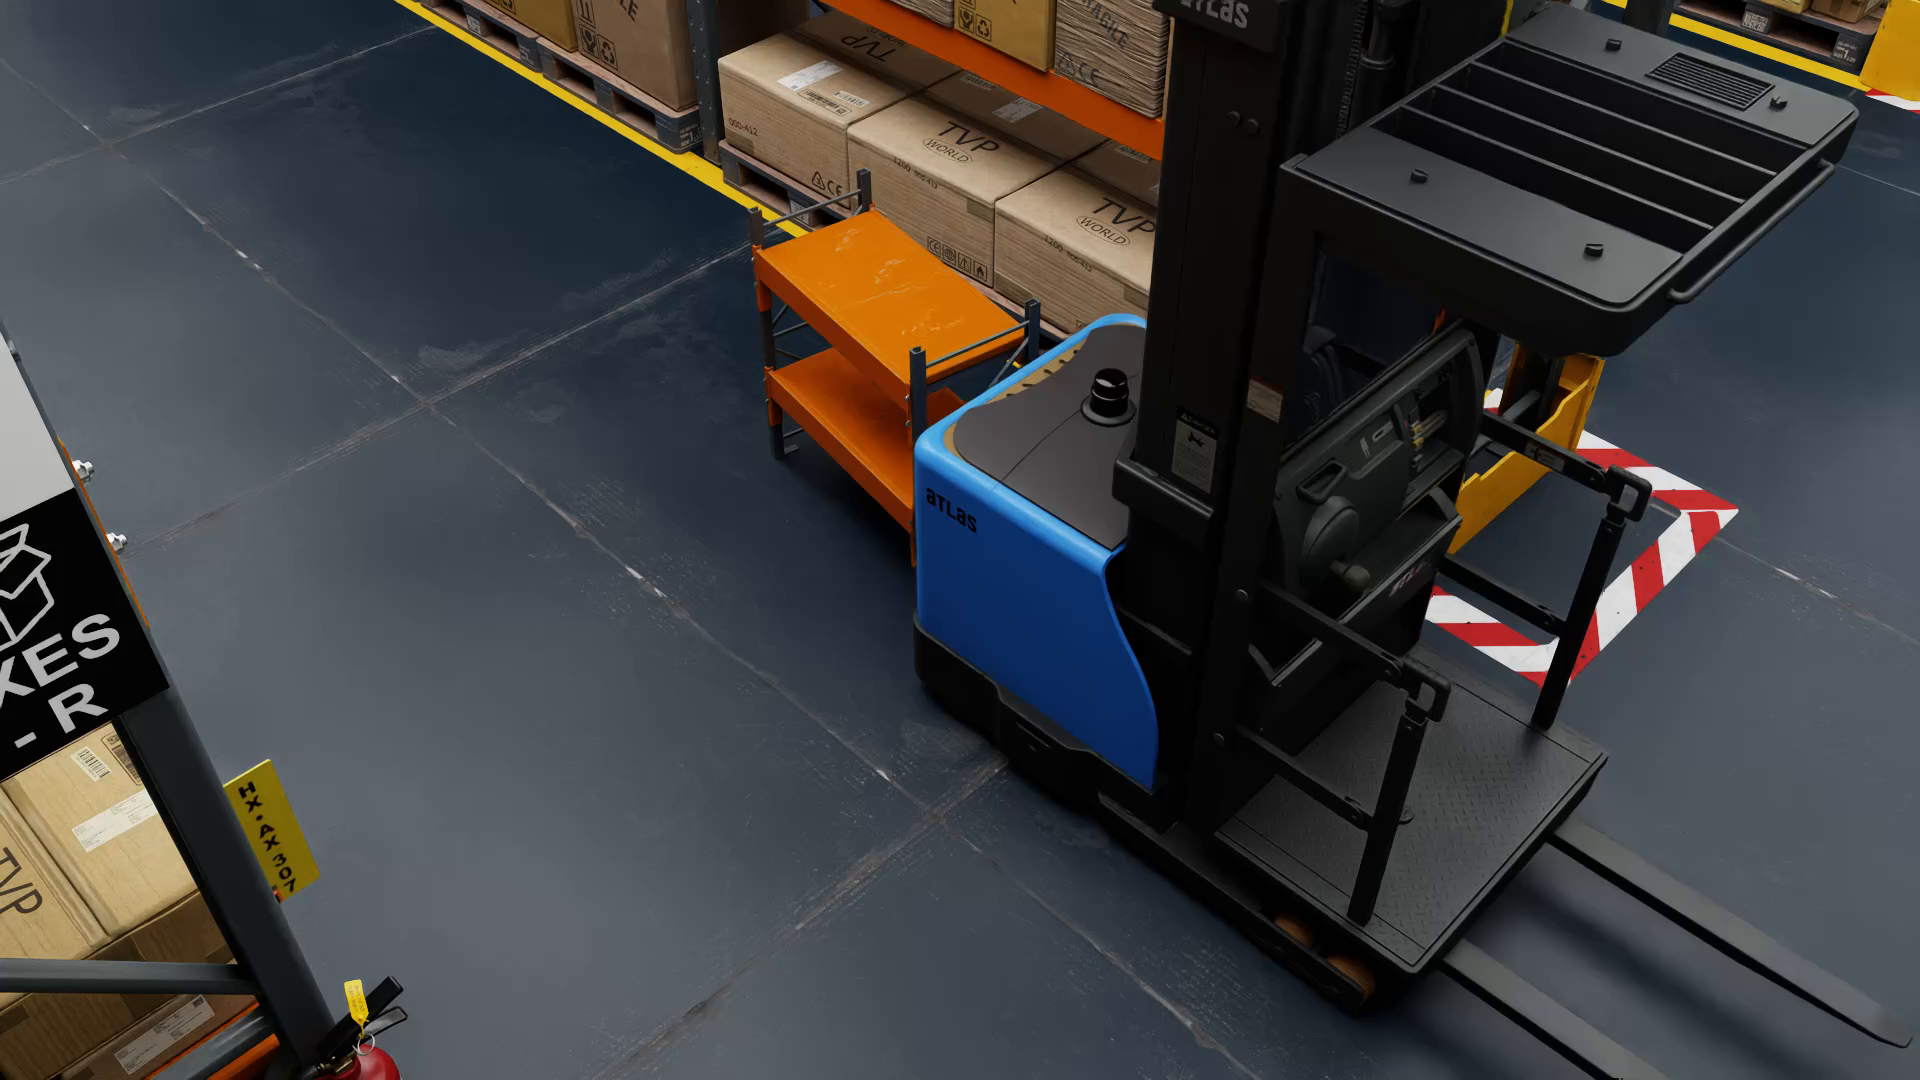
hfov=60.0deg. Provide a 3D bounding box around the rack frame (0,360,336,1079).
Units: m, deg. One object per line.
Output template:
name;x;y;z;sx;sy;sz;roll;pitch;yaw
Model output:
rack frame;-1.569;1.086;2.865;1.000;3.000;0.127;-34;53;-31

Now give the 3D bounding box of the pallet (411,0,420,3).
pallet;-3.203;-3.700;10.098;1.003;0.211;1.213;-34;53;-31

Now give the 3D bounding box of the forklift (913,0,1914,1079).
forklift;1.253;-0.133;4.234;3.031;2.935;1.130;33;52;31

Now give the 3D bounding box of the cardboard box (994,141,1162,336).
cardboard box;0.754;-1.213;6.931;0.875;0.438;0.875;-33;52;-30

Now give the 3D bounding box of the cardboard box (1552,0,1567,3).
cardboard box;1.806;-2.066;5.465;0.500;0.500;0.500;33;52;31

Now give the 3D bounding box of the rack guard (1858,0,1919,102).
rack guard;5.323;-2.834;8.949;1.175;0.500;0.348;-34;53;-31

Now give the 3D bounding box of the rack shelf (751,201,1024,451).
rack shelf;-0.242;-0.773;5.826;0.538;0.278;1.000;-26;49;-25

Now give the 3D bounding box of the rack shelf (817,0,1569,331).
rack shelf;0.531;-1.992;6.725;1.077;0.370;4.000;-34;53;-31

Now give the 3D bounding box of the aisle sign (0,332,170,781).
aisle sign;-1.312;0.023;2.099;0.394;0.787;0.004;-34;53;-31

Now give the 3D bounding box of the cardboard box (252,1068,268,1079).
cardboard box;-1.933;1.509;3.937;0.637;0.503;0.797;32;52;30

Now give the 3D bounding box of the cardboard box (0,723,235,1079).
cardboard box;-1.698;0.685;3.190;0.500;0.250;0.500;-34;52;-31

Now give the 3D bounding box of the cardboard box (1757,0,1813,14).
cardboard box;4.604;-3.051;9.133;0.380;0.149;0.250;-32;52;-30

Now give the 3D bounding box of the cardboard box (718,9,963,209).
cardboard box;-0.514;-2.077;7.866;0.875;0.438;0.875;33;52;31

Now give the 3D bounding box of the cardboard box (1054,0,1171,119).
cardboard box;0.701;-1.927;6.052;0.500;0.500;0.500;-33;52;-30

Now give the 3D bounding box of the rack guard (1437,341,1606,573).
rack guard;1.960;-0.365;6.277;1.175;0.500;0.348;-34;53;-31

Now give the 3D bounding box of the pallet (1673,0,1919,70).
pallet;4.774;-3.136;9.488;1.003;0.211;1.213;-34;53;-31

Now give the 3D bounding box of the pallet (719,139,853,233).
pallet;-0.400;-1.790;8.031;1.003;0.211;1.213;-34;53;-31

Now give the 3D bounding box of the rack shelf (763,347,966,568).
rack shelf;-0.242;-0.378;6.191;0.538;0.278;1.000;-26;49;-25

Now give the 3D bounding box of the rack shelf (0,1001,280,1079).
rack shelf;-2.981;0.389;4.149;1.077;0.370;4.000;-34;53;-31

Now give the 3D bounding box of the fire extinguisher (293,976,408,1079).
fire extinguisher;-1.137;1.100;3.181;0.296;0.674;0.183;-34;53;-31

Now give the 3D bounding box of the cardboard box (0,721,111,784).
cardboard box;-2.054;0.442;3.452;0.500;0.250;0.500;-34;52;-31

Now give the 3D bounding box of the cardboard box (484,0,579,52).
cardboard box;-2.020;-3.281;8.846;0.875;0.875;0.875;-33;52;-30

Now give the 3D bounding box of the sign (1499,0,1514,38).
sign;1.549;-1.554;4.694;0.100;0.325;0.005;-34;53;-31

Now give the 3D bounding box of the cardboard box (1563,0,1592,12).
cardboard box;1.807;-1.700;5.806;0.500;0.500;0.500;34;52;31

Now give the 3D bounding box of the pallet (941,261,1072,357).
pallet;0.466;-1.204;7.397;1.003;0.211;1.213;-34;53;-31

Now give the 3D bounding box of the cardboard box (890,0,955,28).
cardboard box;-0.037;-2.417;6.582;0.500;0.500;0.500;-34;52;-31

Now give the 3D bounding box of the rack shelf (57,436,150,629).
rack shelf;-2.981;-0.713;3.131;1.077;0.370;4.000;-34;53;-31

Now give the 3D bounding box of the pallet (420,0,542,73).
pallet;-2.346;-3.114;9.464;1.003;0.211;1.213;-34;53;-31

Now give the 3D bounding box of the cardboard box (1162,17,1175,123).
cardboard box;1.071;-1.685;5.789;0.500;0.500;0.500;33;52;31

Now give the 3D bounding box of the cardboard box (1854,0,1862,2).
cardboard box;4.802;-3.049;8.912;0.250;0.149;0.380;33;52;30

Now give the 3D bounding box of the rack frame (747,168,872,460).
rack frame;-0.537;-0.839;6.329;0.500;1.125;0.032;-26;49;-25

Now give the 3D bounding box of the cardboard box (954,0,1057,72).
cardboard box;0.327;-2.169;6.314;0.500;0.500;0.500;-33;52;-30

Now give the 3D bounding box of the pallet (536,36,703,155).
pallet;-1.480;-2.527;8.830;1.003;0.211;1.213;-34;53;-31

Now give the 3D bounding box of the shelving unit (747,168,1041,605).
shelving unit;-0.242;-0.558;6.025;0.538;1.125;1.048;-26;49;-25

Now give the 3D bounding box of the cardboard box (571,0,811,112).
cardboard box;-1.376;-2.850;8.381;0.875;0.875;0.875;-32;52;-30

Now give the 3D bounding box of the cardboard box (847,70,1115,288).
cardboard box;0.118;-1.647;7.401;0.875;0.438;0.875;33;52;30

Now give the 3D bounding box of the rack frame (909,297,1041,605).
rack frame;0.052;-0.277;5.721;0.500;1.125;0.032;-26;49;-25

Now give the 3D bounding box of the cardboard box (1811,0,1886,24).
cardboard box;4.857;-2.976;9.052;0.380;0.149;0.250;-33;52;-31

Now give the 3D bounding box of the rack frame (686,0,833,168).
rack frame;-0.882;-3.217;7.521;1.000;3.000;0.127;-34;53;-31

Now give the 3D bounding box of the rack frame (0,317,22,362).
rack frame;-1.569;-1.117;0.829;1.000;3.000;0.127;-34;53;-31

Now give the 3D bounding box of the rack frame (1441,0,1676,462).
rack frame;1.943;-1.295;5.441;1.000;3.000;0.127;-34;53;-31

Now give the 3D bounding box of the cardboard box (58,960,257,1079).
cardboard box;-1.606;0.889;3.263;0.250;0.149;0.380;34;52;31

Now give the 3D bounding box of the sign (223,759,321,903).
sign;-1.185;0.508;2.852;0.100;0.325;0.005;-34;53;-31
